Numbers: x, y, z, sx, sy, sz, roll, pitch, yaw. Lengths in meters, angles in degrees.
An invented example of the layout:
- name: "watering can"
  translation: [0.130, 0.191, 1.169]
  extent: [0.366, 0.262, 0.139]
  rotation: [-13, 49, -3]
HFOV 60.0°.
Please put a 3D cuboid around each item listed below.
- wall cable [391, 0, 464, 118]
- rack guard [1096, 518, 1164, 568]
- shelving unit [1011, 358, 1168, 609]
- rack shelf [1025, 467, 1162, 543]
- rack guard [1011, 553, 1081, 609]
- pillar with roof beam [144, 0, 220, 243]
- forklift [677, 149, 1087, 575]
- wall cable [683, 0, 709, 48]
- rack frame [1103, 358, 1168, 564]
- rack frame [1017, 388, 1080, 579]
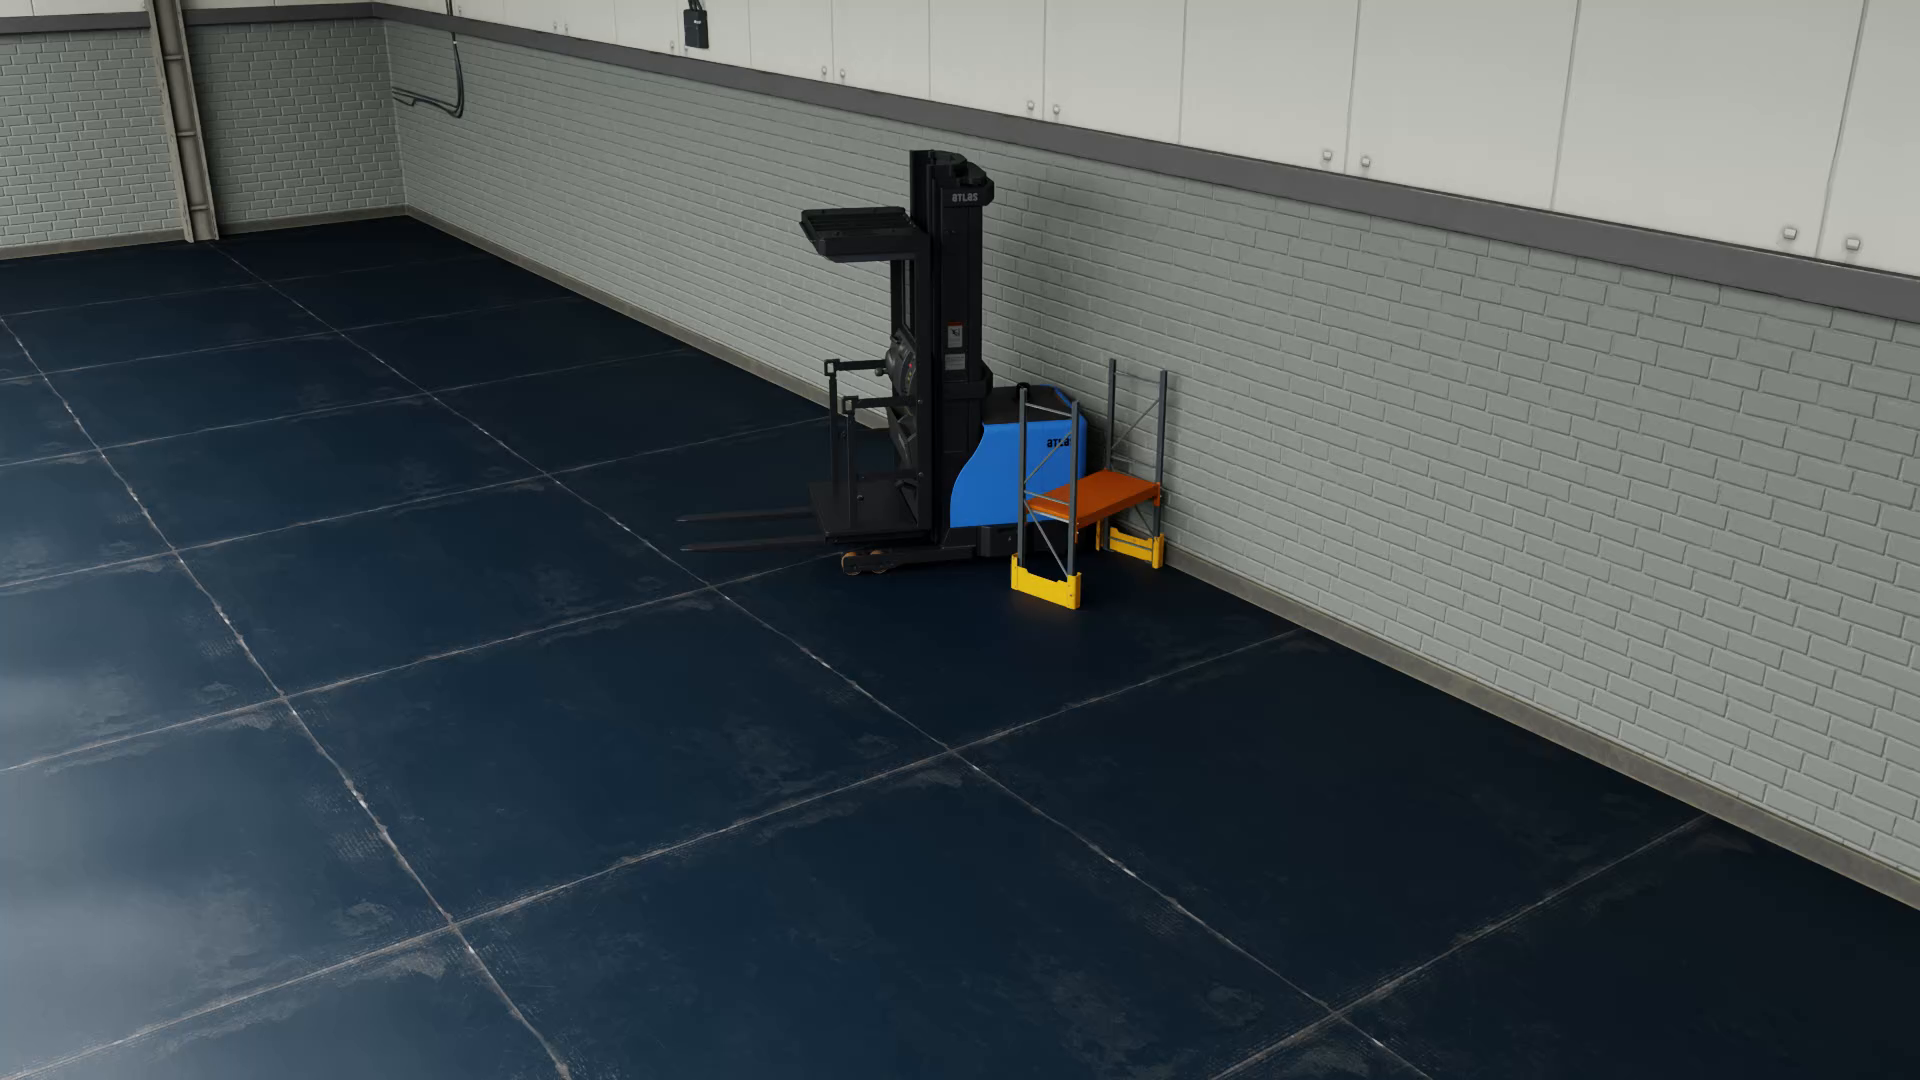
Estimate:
- name: "wall cable"
  translation: [-7.588, -7.247, 23.105]
  extent: [0.112, 2.526, 3.097]
  rotation: [-15, 26, -33]
- name: "rack guard"
  translation: [1.275, 0.015, 12.522]
  extent: [0.587, 0.250, 0.087]
  rotation: [18, 28, 38]
- name: "shelving unit"
  translation: [0.942, -0.428, 11.946]
  extent: [0.587, 1.500, 1.083]
  rotation: [18, 28, 38]
- name: "rack shelf"
  translation: [0.948, -0.264, 12.019]
  extent: [0.538, 0.185, 1.000]
  rotation: [18, 28, 38]
- name: "rack guard"
  translation: [0.610, 0.289, 11.834]
  extent: [0.587, 0.250, 0.087]
  rotation: [18, 28, 38]
- name: "pillar with roof beam"
  translation: [-8.238, -7.154, 18.682]
  extent: [0.400, 9.000, 9.100]
  rotation: [-15, 26, -33]
- name: "forklift"
  translation: [-0.616, -1.315, 12.236]
  extent: [3.031, 2.935, 1.130]
  rotation: [-4, 22, -11]
- name: "wall cable"
  translation: [-2.057, -7.409, 14.733]
  extent: [0.169, 6.003, 2.305]
  rotation: [-15, 26, -33]
- name: "rack frame"
  translation: [1.288, -0.571, 12.304]
  extent: [0.500, 1.500, 0.032]
  rotation: [18, 28, 38]
- name: "rack frame"
  translation: [0.609, -0.291, 11.601]
  extent: [0.500, 1.500, 0.032]
  rotation: [18, 28, 38]
